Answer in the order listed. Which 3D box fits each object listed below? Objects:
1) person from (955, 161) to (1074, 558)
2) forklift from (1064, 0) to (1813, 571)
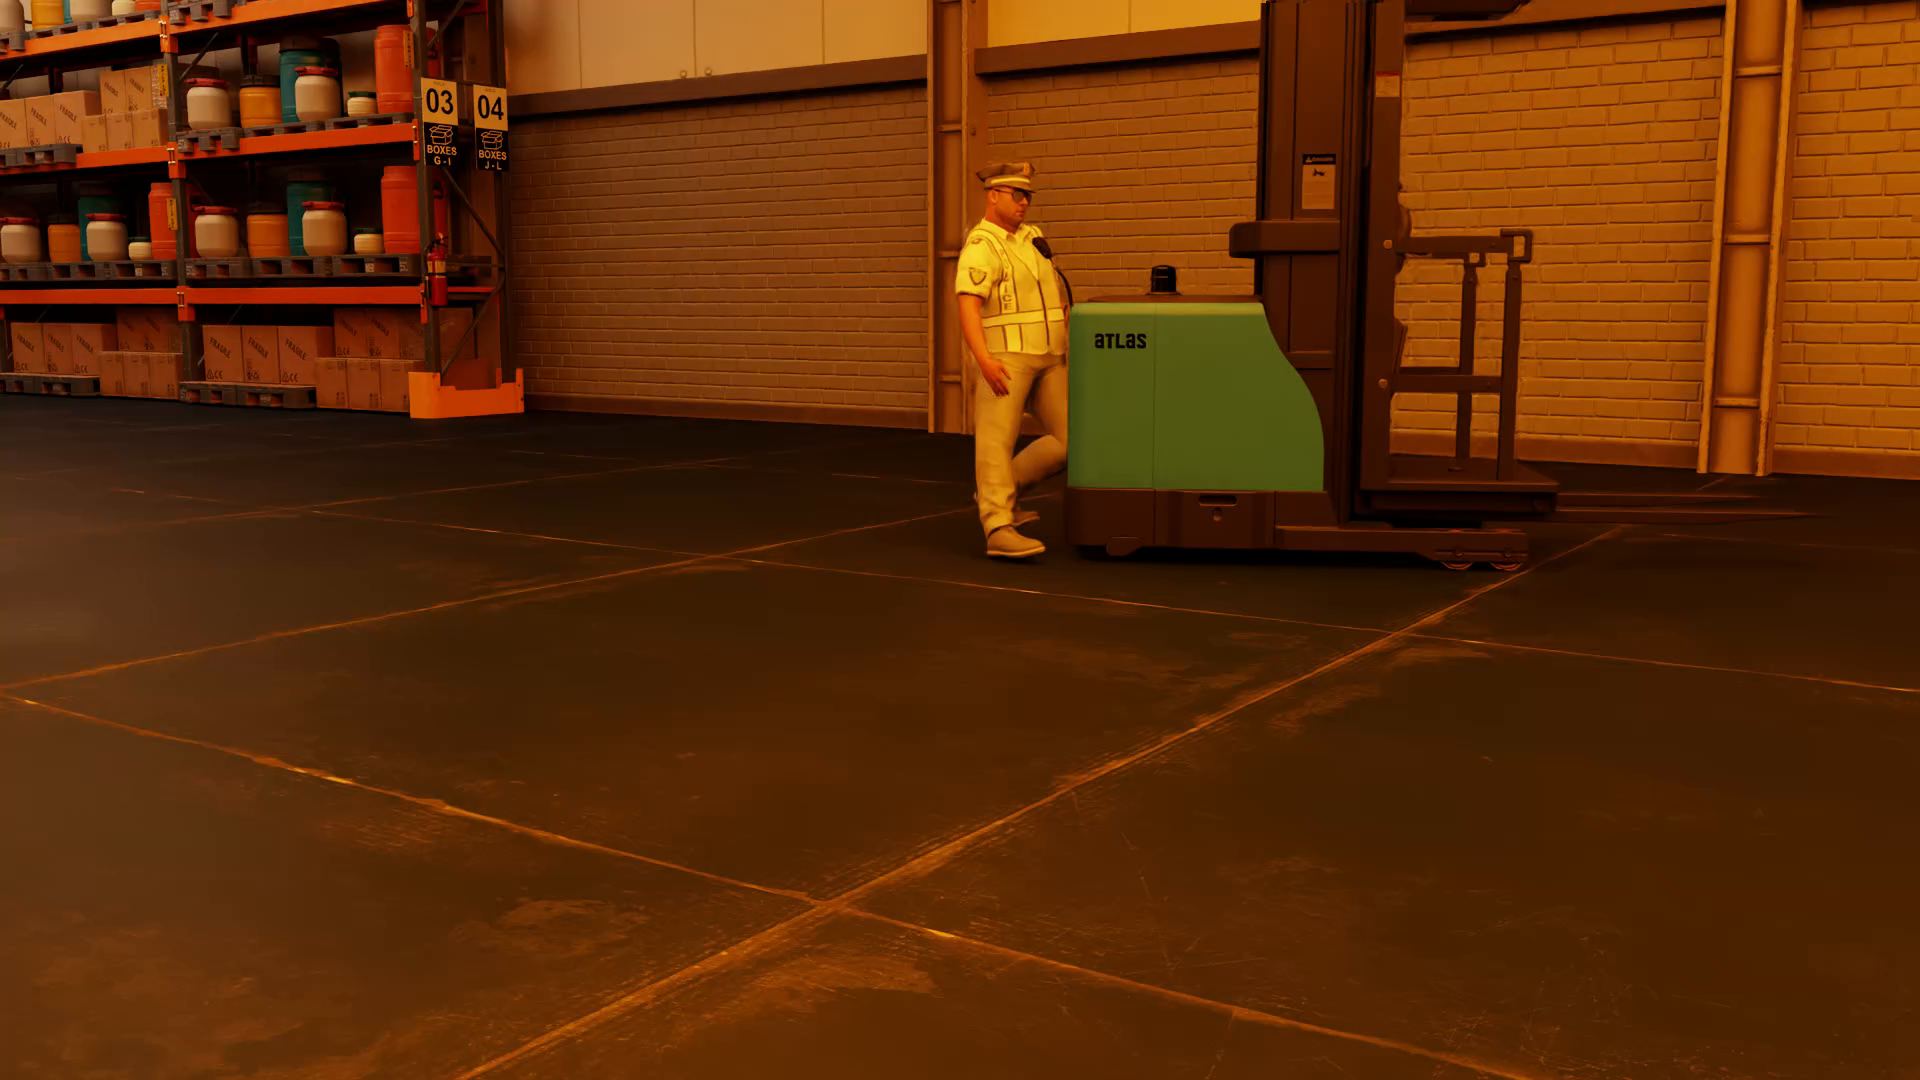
[{"bbox_3d":[0.326,-0.793,7.191,0.734,1.673,0.733,-7,11,-40],"label":"person"},{"bbox_3d":[1.995,-1.405,7.070,3.031,2.935,1.130,1,8,7],"label":"forklift"}]
